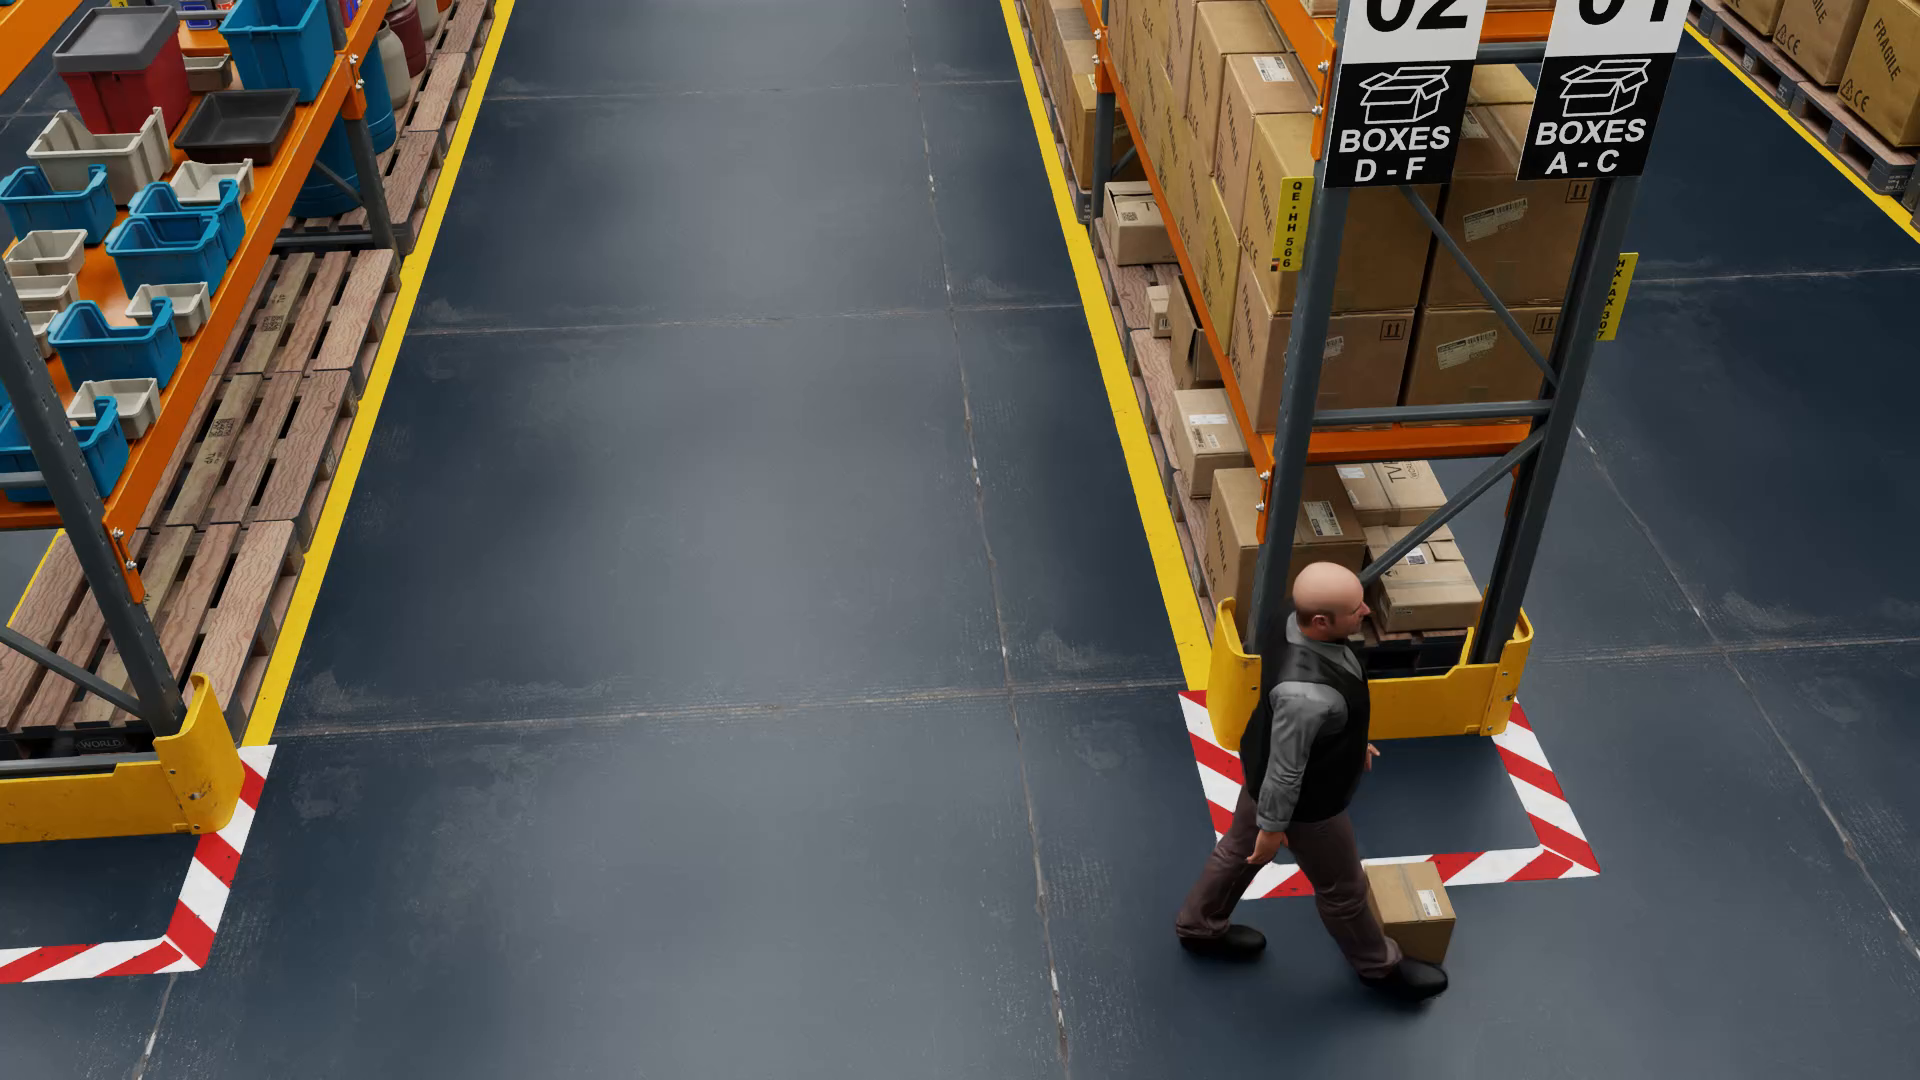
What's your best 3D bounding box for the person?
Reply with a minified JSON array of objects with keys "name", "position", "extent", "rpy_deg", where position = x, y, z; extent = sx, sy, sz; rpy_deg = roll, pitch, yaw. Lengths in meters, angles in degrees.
[{"name":"person","position":[1.185,0.744,5.225],"extent":[0.901,1.692,0.551],"rpy_deg":[1,39,2]}]
